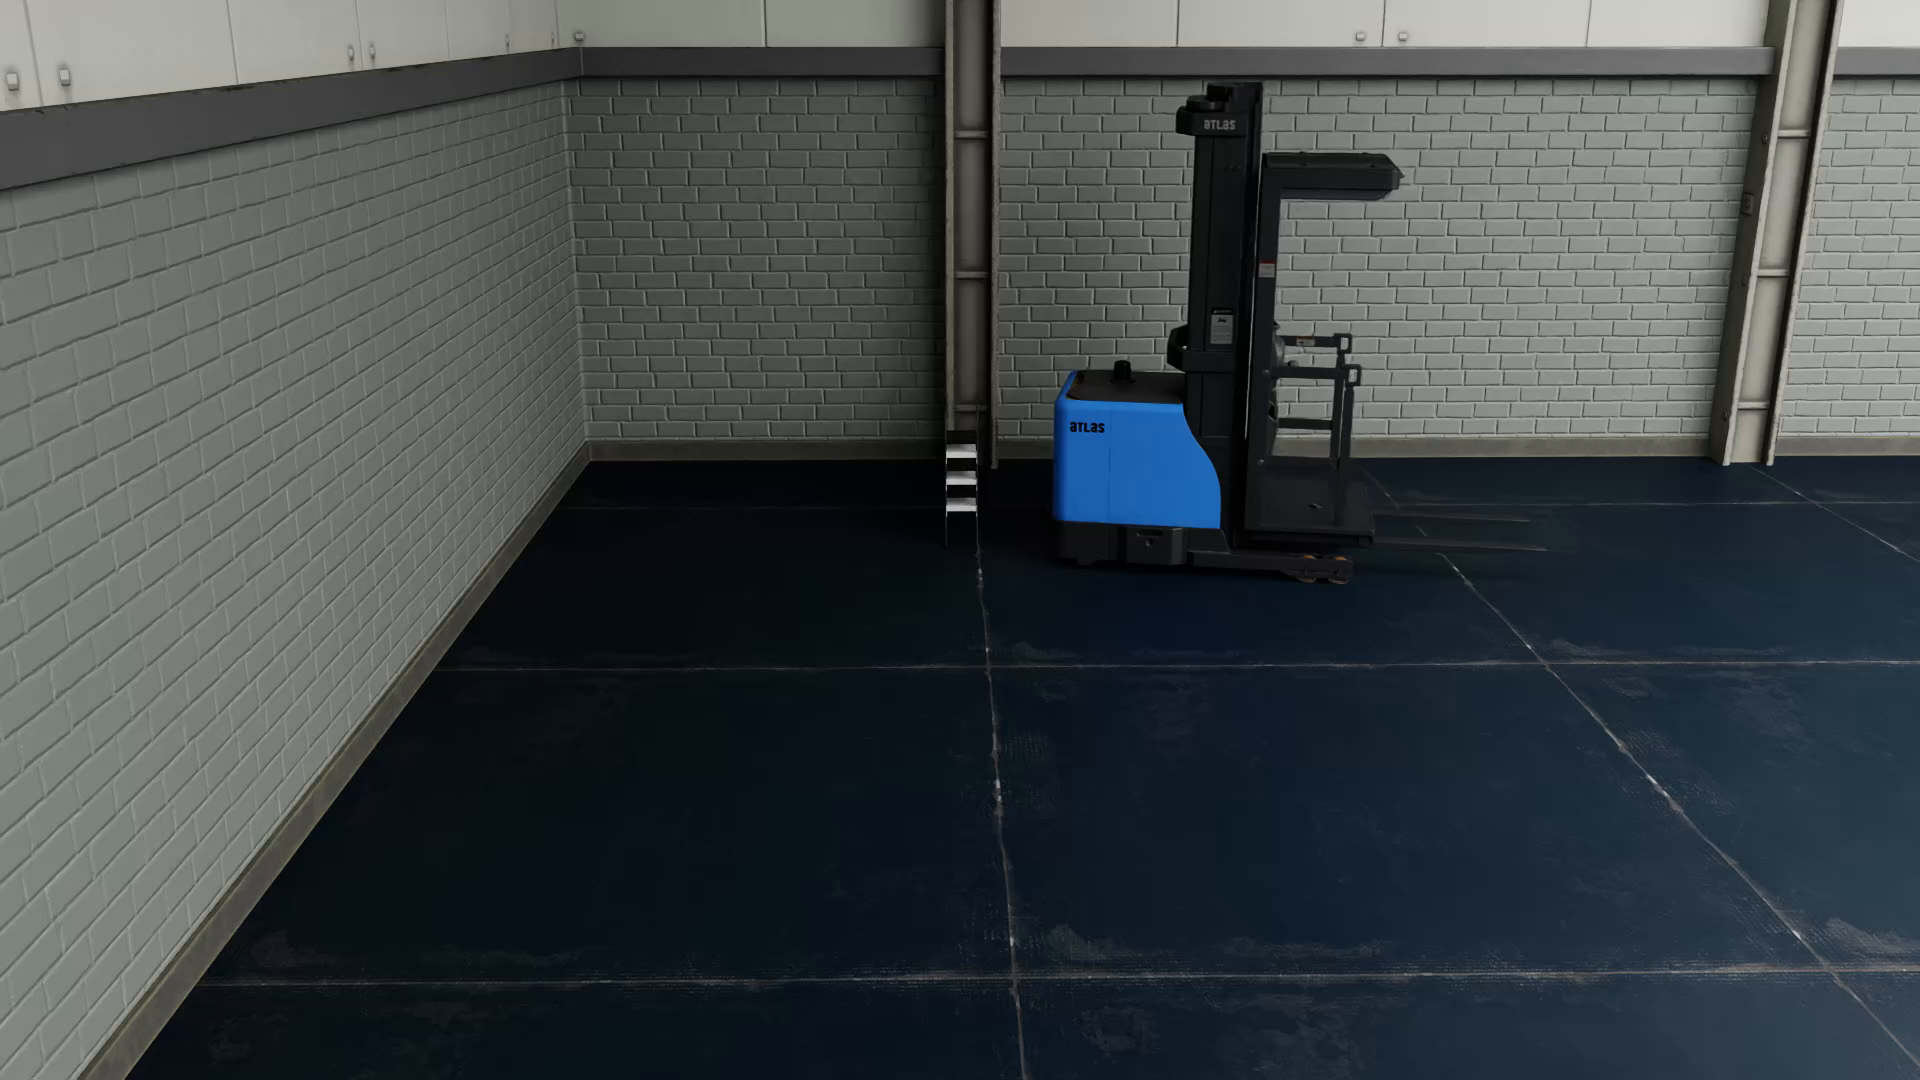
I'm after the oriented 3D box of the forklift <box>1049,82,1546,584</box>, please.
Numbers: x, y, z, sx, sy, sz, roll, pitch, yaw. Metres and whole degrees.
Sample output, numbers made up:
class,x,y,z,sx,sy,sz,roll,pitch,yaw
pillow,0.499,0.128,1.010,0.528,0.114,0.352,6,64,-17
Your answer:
class,x,y,z,sx,sy,sz,roll,pitch,yaw
forklift,2.133,-1.300,10.300,3.031,2.935,1.130,3,18,9

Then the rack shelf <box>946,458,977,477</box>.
class,x,y,z,sx,sy,sz,roll,pitch,yaw
rack shelf,0.008,-0.482,10.893,0.200,0.077,0.258,0,18,-1

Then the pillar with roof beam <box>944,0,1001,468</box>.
class,x,y,z,sx,sy,sz,roll,pitch,yaw
pillar with roof beam,0.156,-3.566,7.433,0.400,9.000,9.100,0,18,-1

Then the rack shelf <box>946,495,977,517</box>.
class,x,y,z,sx,sy,sz,roll,pitch,yaw
rack shelf,0.008,-0.225,10.975,0.200,0.077,0.258,0,18,-1

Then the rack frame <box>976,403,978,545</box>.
class,x,y,z,sx,sy,sz,roll,pitch,yaw
rack frame,0.110,-0.429,10.912,0.006,0.900,0.240,0,18,-1

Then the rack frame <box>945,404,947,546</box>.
class,x,y,z,sx,sy,sz,roll,pitch,yaw
rack frame,-0.094,-0.428,10.909,0.006,0.900,0.240,0,18,-1

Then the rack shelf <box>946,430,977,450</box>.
class,x,y,z,sx,sy,sz,roll,pitch,yaw
rack shelf,0.008,-0.654,10.838,0.200,0.077,0.258,0,18,-1

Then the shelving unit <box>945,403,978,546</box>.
class,x,y,z,sx,sy,sz,roll,pitch,yaw
shelving unit,0.008,-0.429,10.910,0.210,0.900,0.258,0,18,-1

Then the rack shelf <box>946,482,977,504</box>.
class,x,y,z,sx,sy,sz,roll,pitch,yaw
rack shelf,0.008,-0.311,10.948,0.200,0.077,0.258,0,18,-1

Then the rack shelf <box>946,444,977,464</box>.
class,x,y,z,sx,sy,sz,roll,pitch,yaw
rack shelf,0.008,-0.568,10.865,0.200,0.077,0.258,0,18,-1

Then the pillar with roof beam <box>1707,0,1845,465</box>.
class,x,y,z,sx,sy,sz,roll,pitch,yaw
pillar with roof beam,6.155,-3.595,7.523,0.400,9.000,9.100,0,18,-1

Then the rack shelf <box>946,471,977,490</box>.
class,x,y,z,sx,sy,sz,roll,pitch,yaw
rack shelf,0.008,-0.397,10.920,0.200,0.077,0.258,0,18,-1
